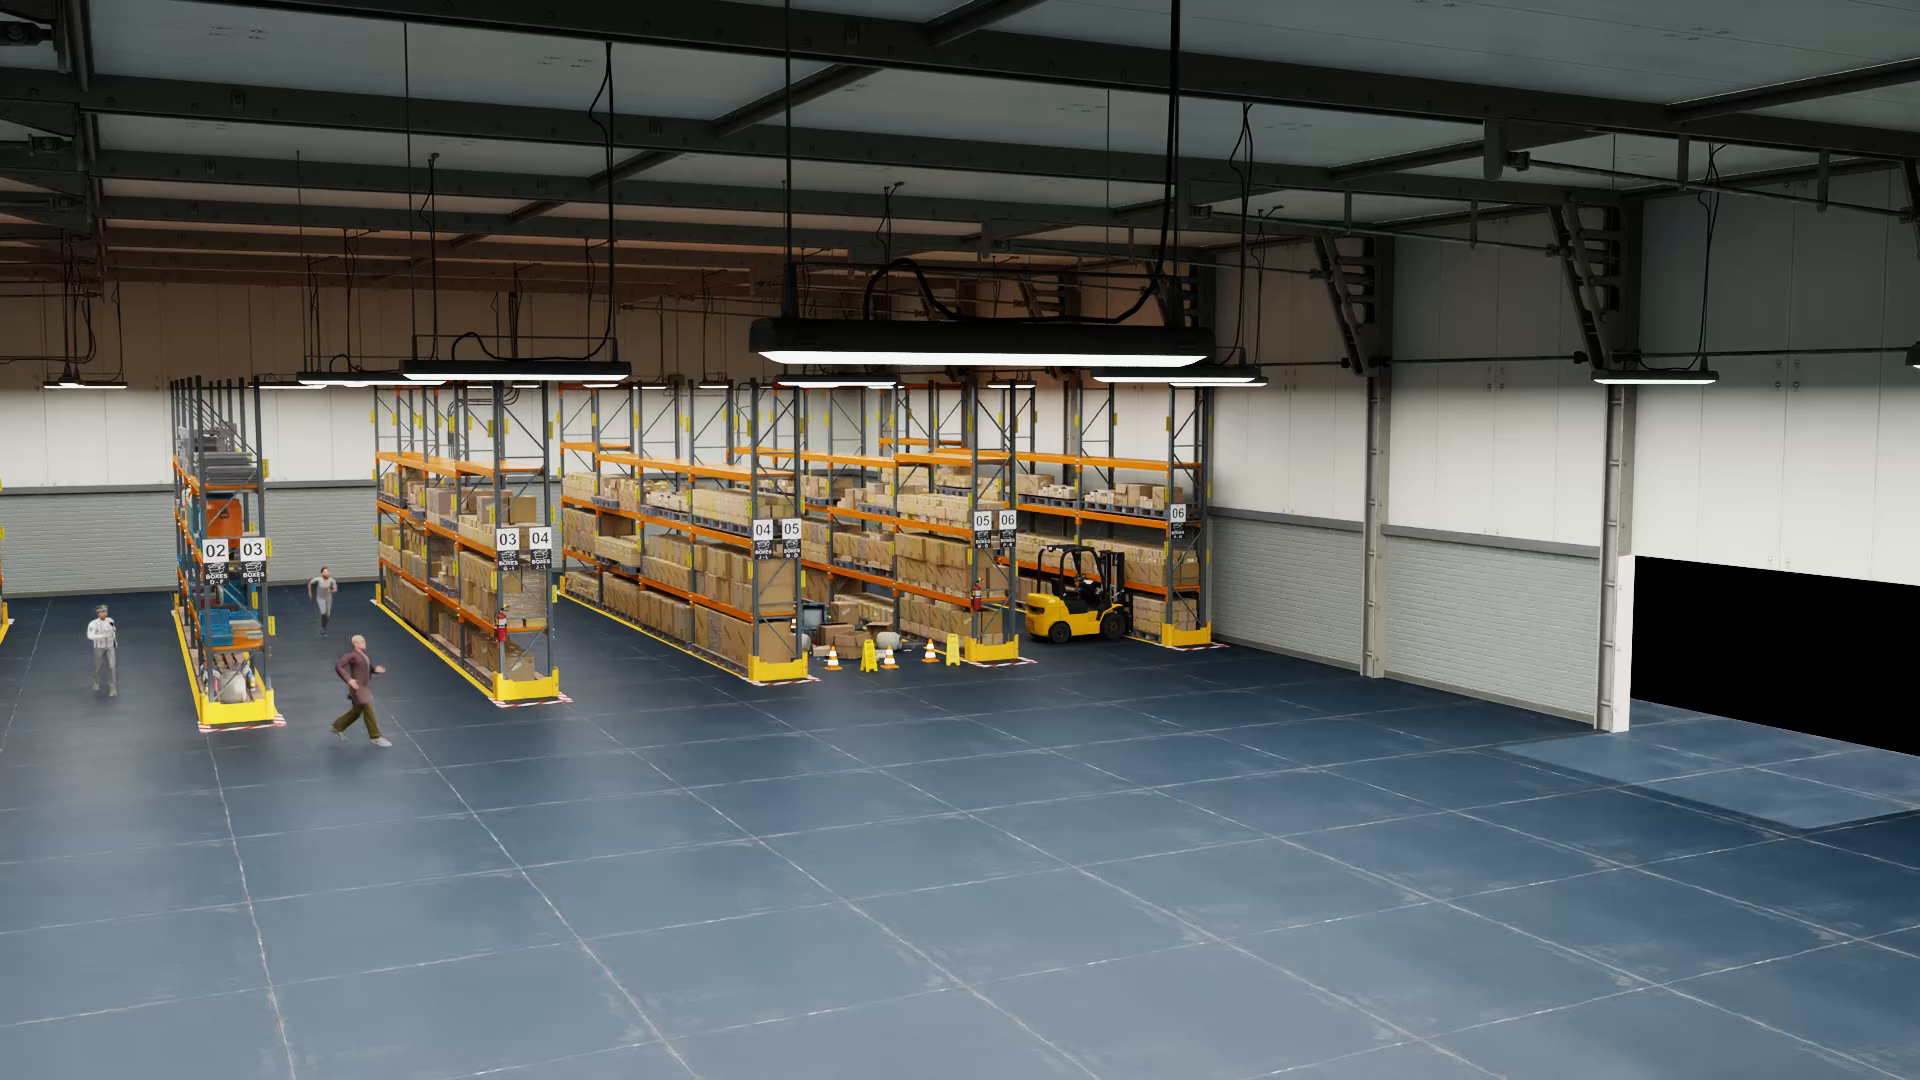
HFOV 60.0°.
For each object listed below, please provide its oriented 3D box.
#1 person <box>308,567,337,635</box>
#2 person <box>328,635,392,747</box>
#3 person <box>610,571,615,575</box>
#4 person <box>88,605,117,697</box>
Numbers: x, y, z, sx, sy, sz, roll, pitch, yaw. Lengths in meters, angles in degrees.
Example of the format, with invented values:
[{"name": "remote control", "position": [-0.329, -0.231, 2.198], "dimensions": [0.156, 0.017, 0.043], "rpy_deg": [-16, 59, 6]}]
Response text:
[{"name": "person", "position": [-14.890, 1.437, 38.916], "dimensions": [0.599, 1.615, 0.732], "rpy_deg": [-3, 6, -31]}, {"name": "person", "position": [-9.717, 2.533, 26.878], "dimensions": [1.047, 1.604, 0.704], "rpy_deg": [0, 5, -2]}, {"name": "person", "position": [-10.423, 0.375, 50.154], "dimensions": [0.620, 1.841, 0.832], "rpy_deg": [3, 6, 32]}, {"name": "person", "position": [-16.220, 2.064, 31.462], "dimensions": [0.883, 1.720, 0.589], "rpy_deg": [5, 7, 44]}]
